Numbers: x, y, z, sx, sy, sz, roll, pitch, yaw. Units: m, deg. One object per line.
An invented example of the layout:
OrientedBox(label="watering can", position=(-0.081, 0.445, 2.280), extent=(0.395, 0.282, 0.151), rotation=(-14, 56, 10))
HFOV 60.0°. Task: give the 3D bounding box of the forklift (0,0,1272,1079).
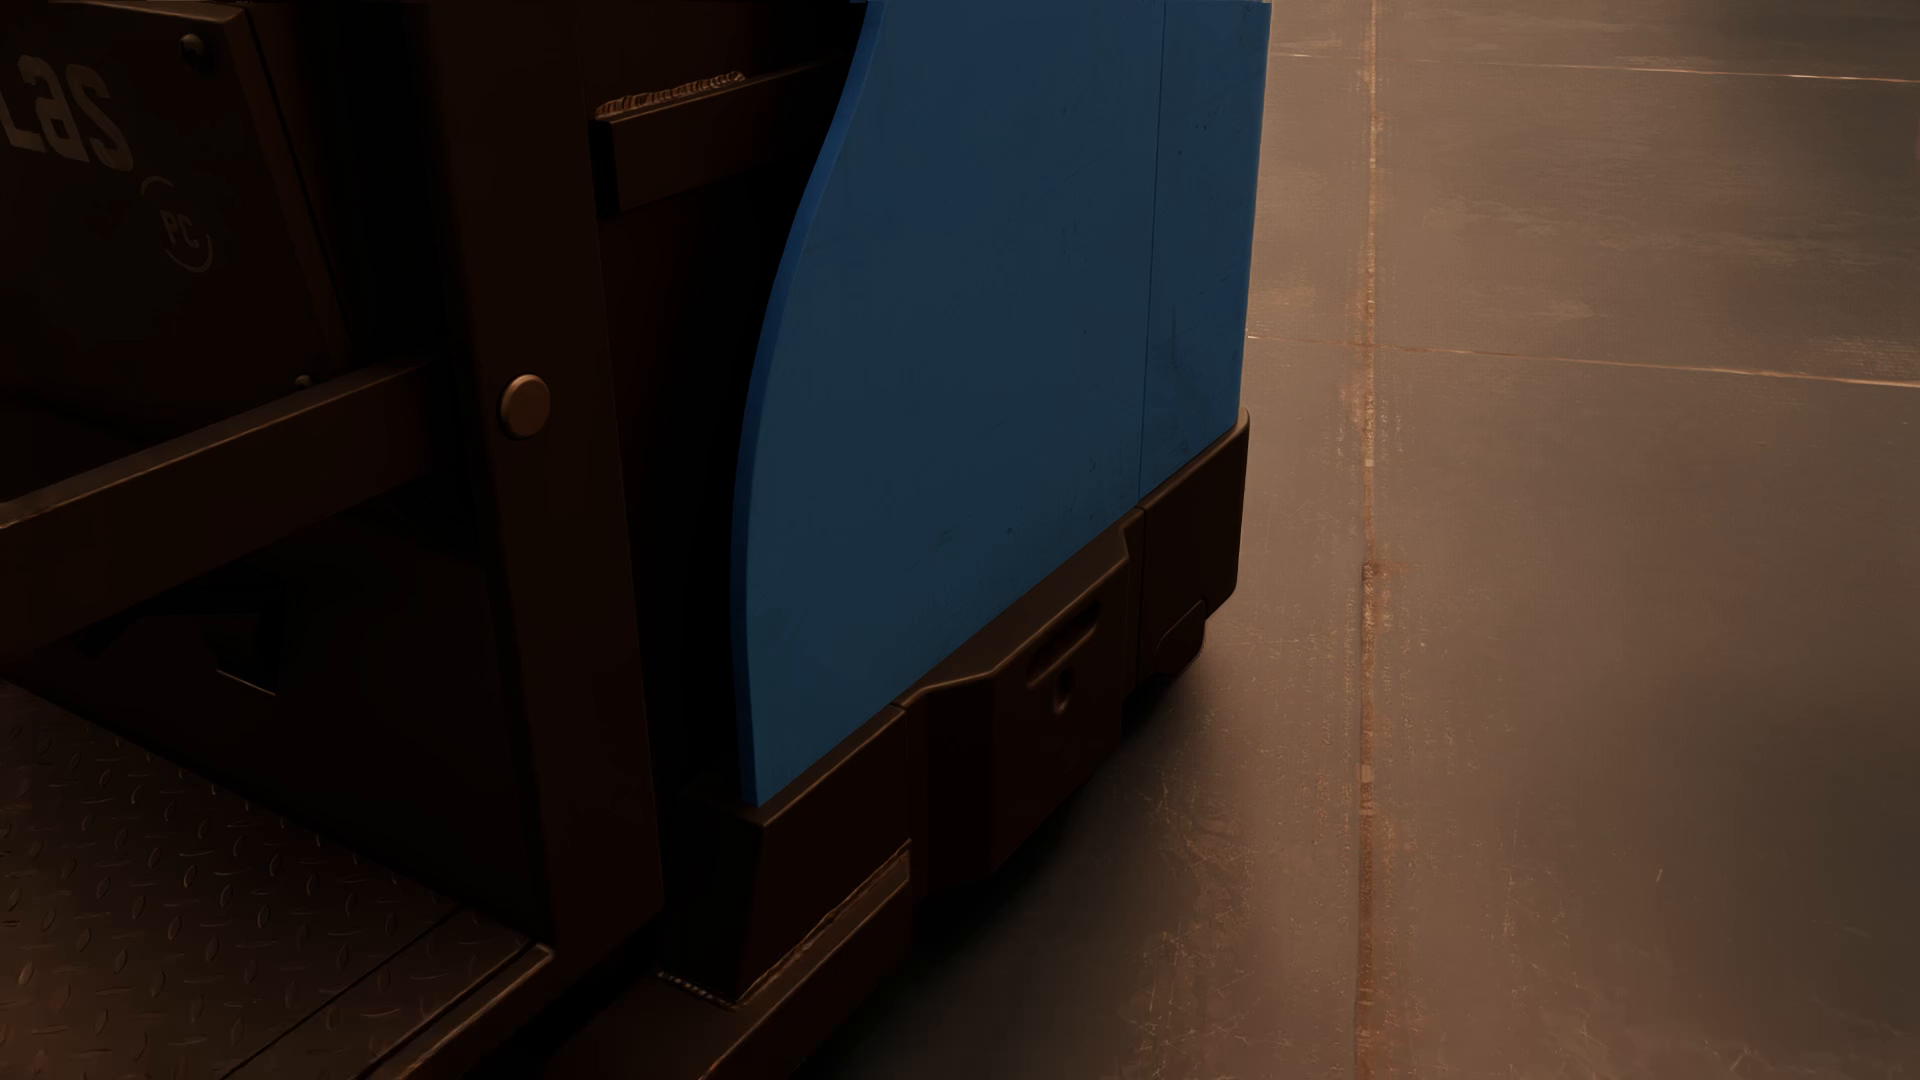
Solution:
OrientedBox(label="forklift", position=(-0.841, -0.759, 0.750), extent=(1.130, 2.935, 3.031), rotation=(16, 31, 28))
